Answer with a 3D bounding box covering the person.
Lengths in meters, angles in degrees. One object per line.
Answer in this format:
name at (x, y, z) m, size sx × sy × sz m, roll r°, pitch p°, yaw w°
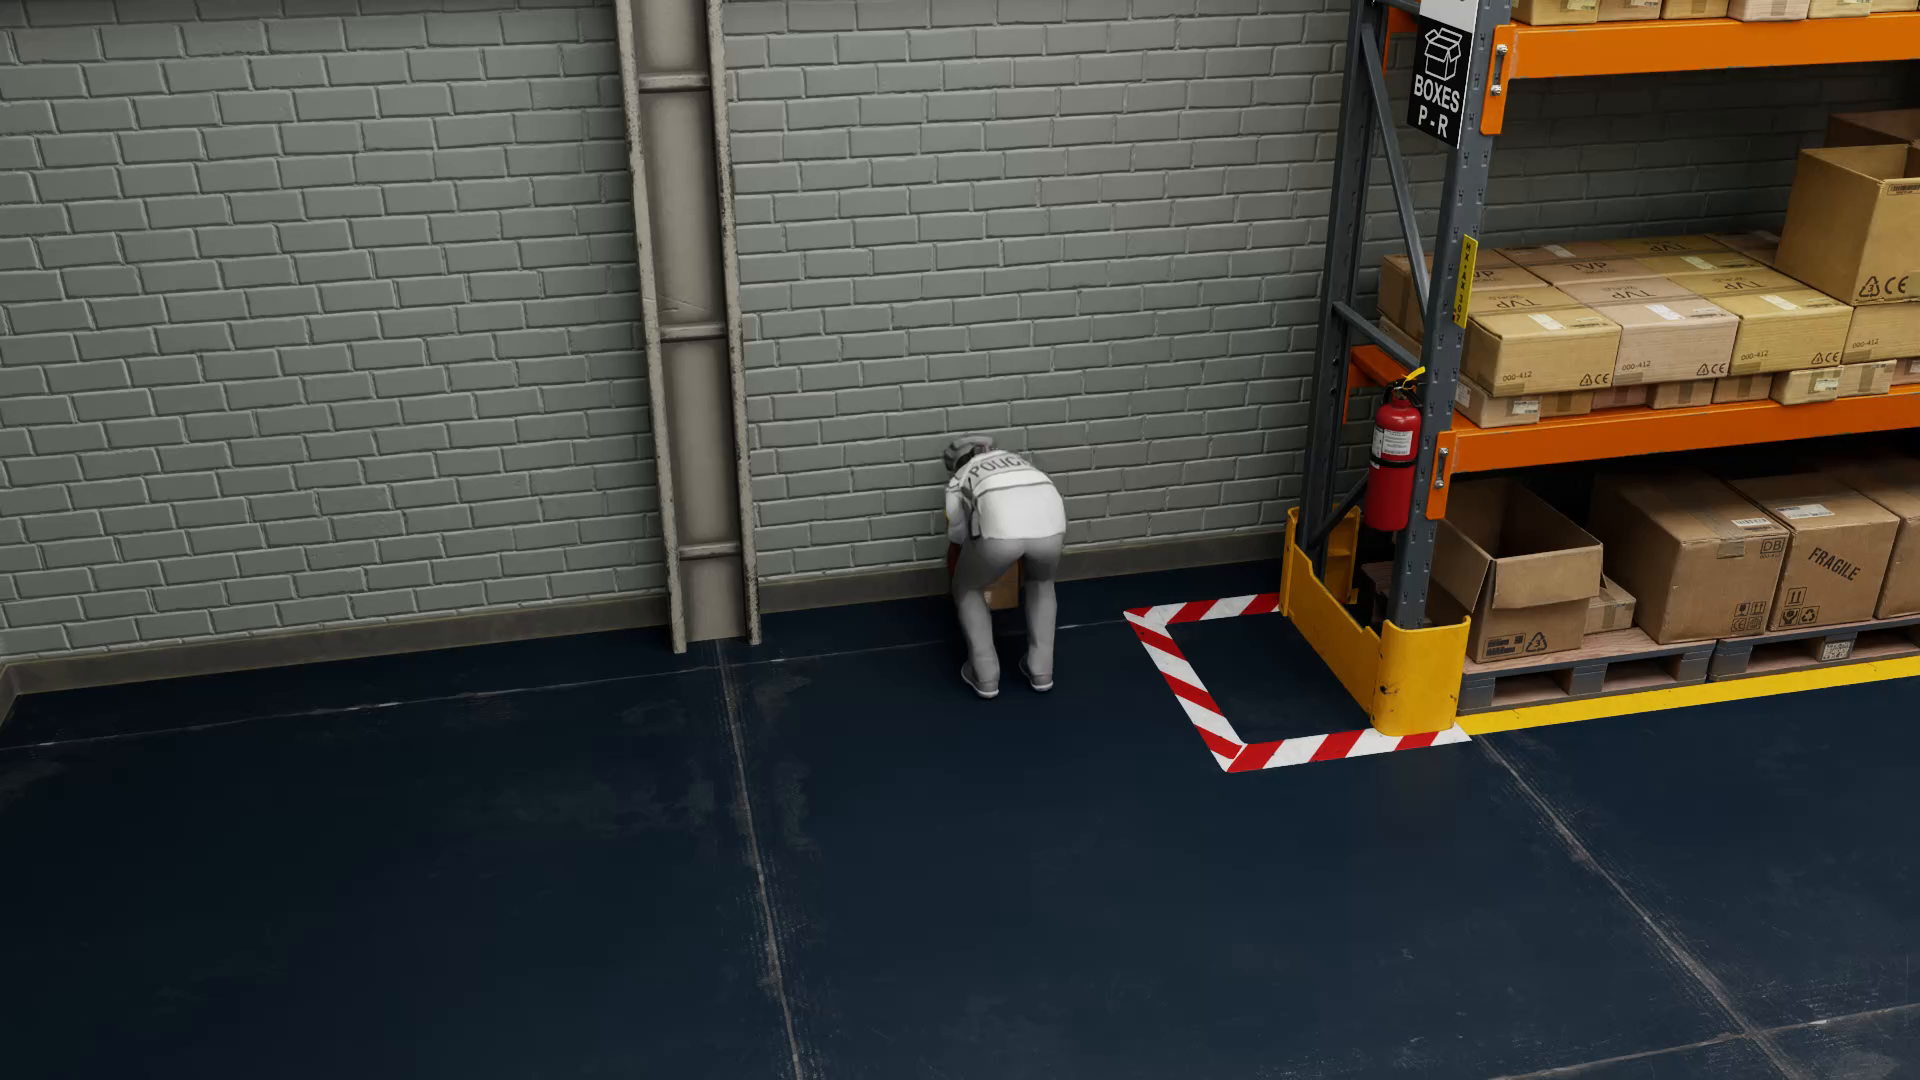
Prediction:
person at (0.157, 0.080, 7.195) m, size 0.449 × 1.000 × 0.932 m, roll -7°, pitch 28°, yaw -14°
